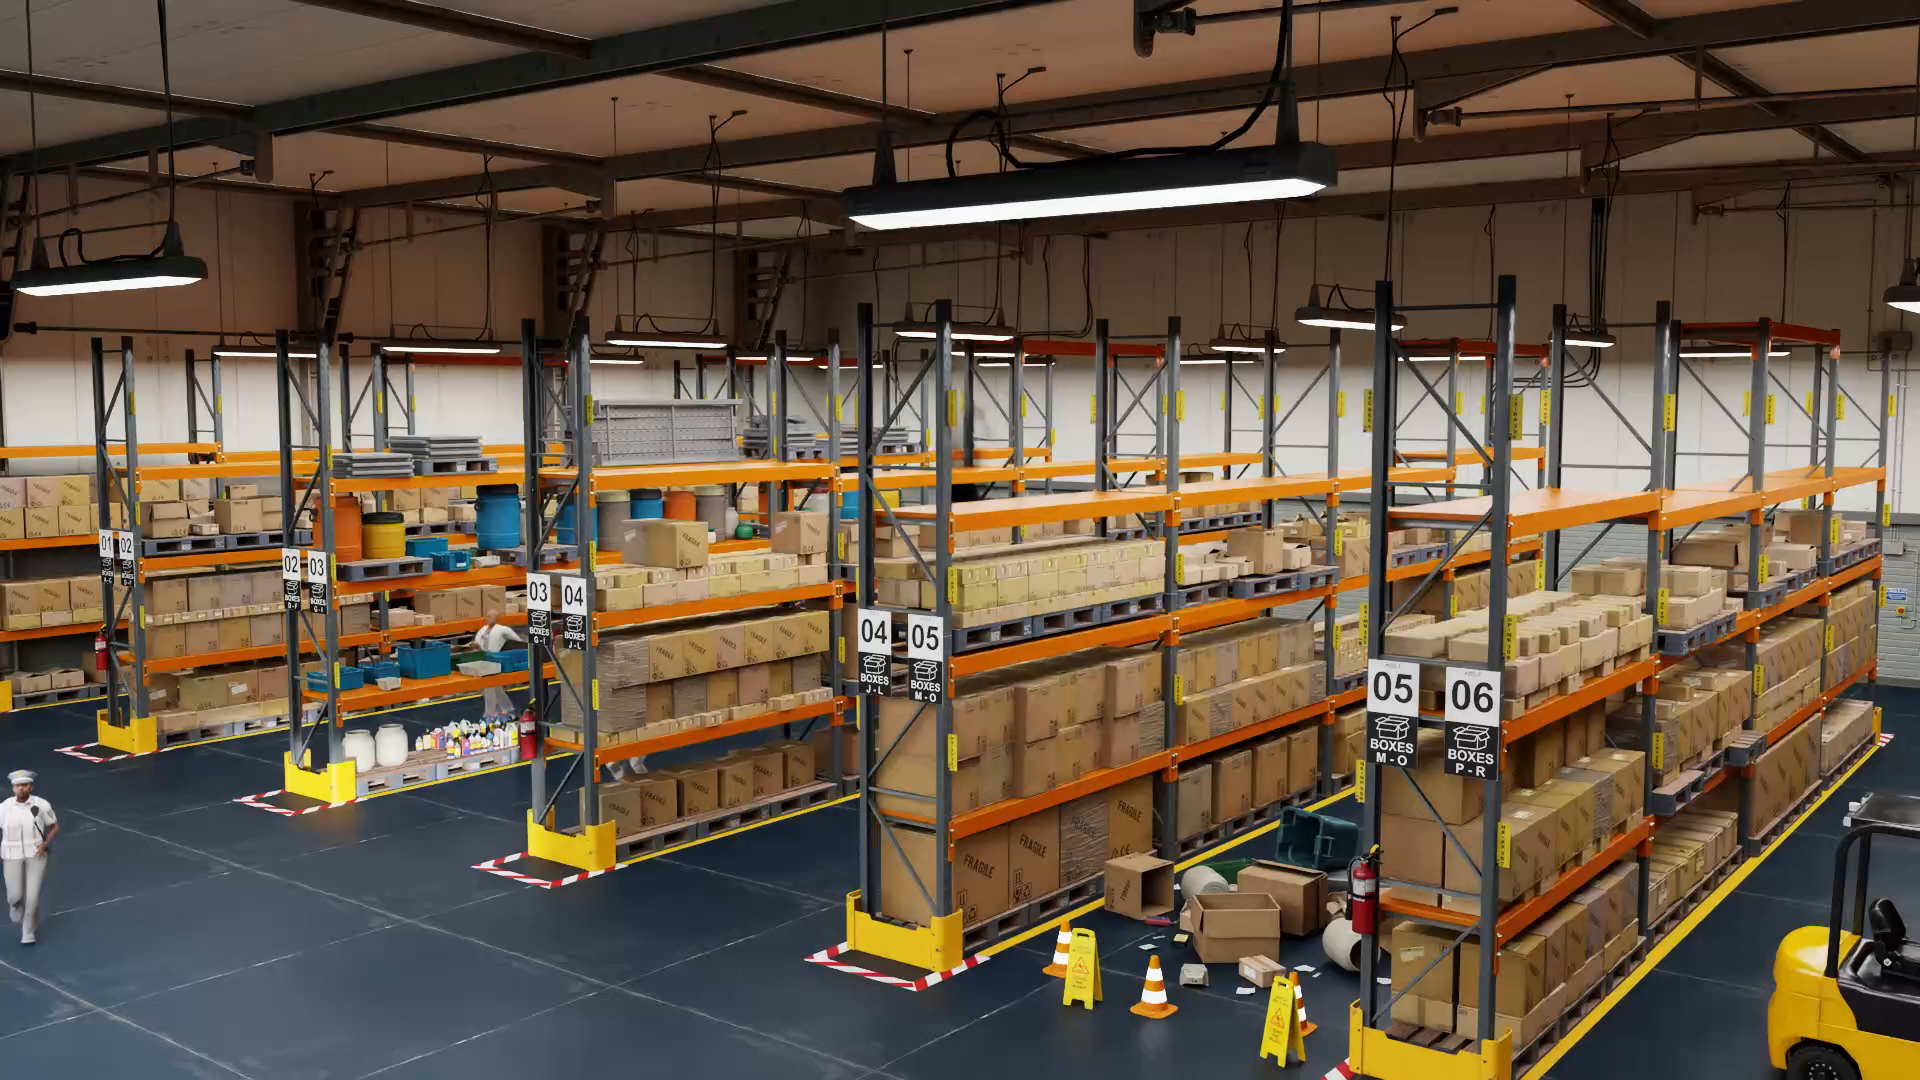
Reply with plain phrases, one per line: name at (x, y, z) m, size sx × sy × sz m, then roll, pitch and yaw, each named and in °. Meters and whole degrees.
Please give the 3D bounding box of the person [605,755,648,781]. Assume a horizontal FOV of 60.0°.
person at (-4.180, 2.454, 20.904) m, size 0.640 × 1.785 × 0.700 m, roll 3°, pitch 6°, yaw 29°

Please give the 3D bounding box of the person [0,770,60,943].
person at (-8.845, 2.980, 15.736) m, size 0.589 × 1.646 × 0.551 m, roll -2°, pitch 6°, yaw -26°

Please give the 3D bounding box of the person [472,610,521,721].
person at (-7.297, 2.007, 26.071) m, size 0.677 × 1.846 × 0.866 m, roll 3°, pitch 6°, yaw 32°
